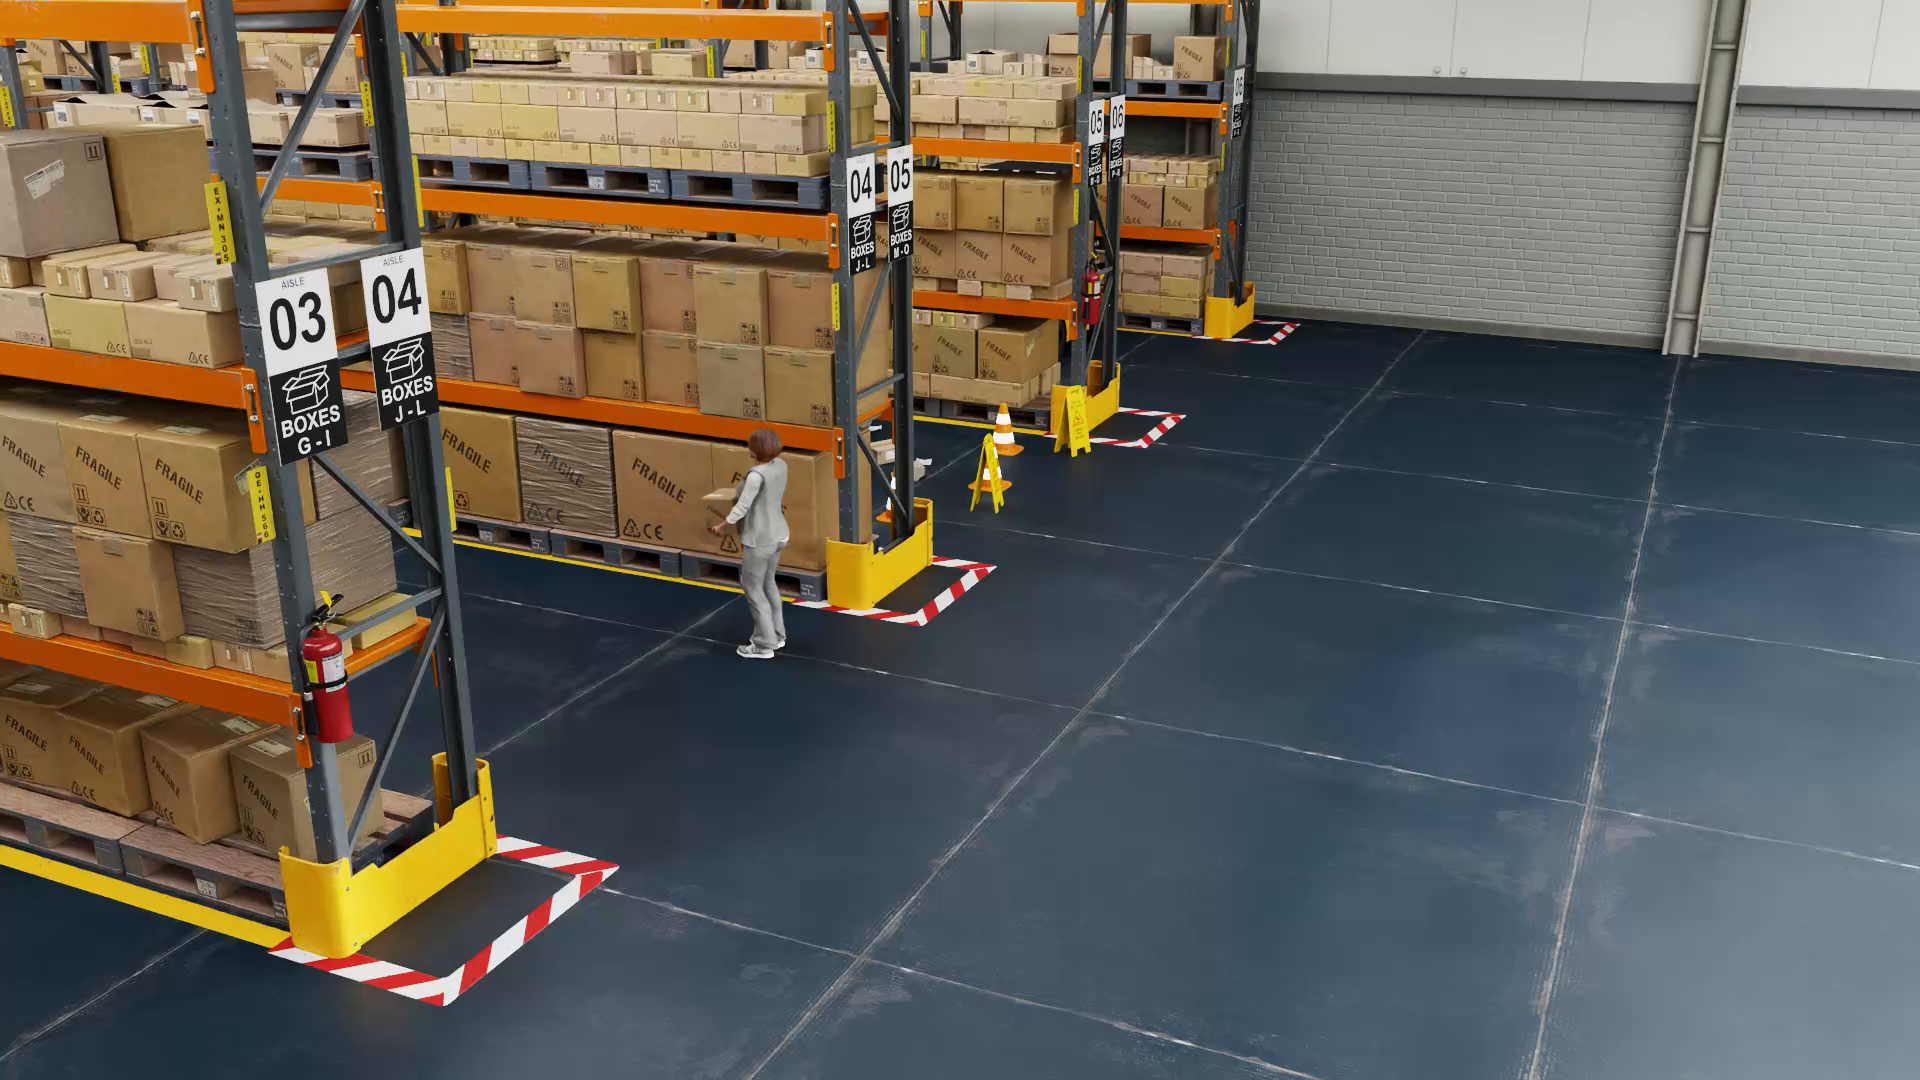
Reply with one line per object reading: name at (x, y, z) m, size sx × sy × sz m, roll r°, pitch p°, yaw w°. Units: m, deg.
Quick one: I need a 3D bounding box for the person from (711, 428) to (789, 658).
person at (-1.382, 0.000, 11.093) m, size 0.490 × 1.591 × 0.404 m, roll 9°, pitch 21°, yaw 24°
